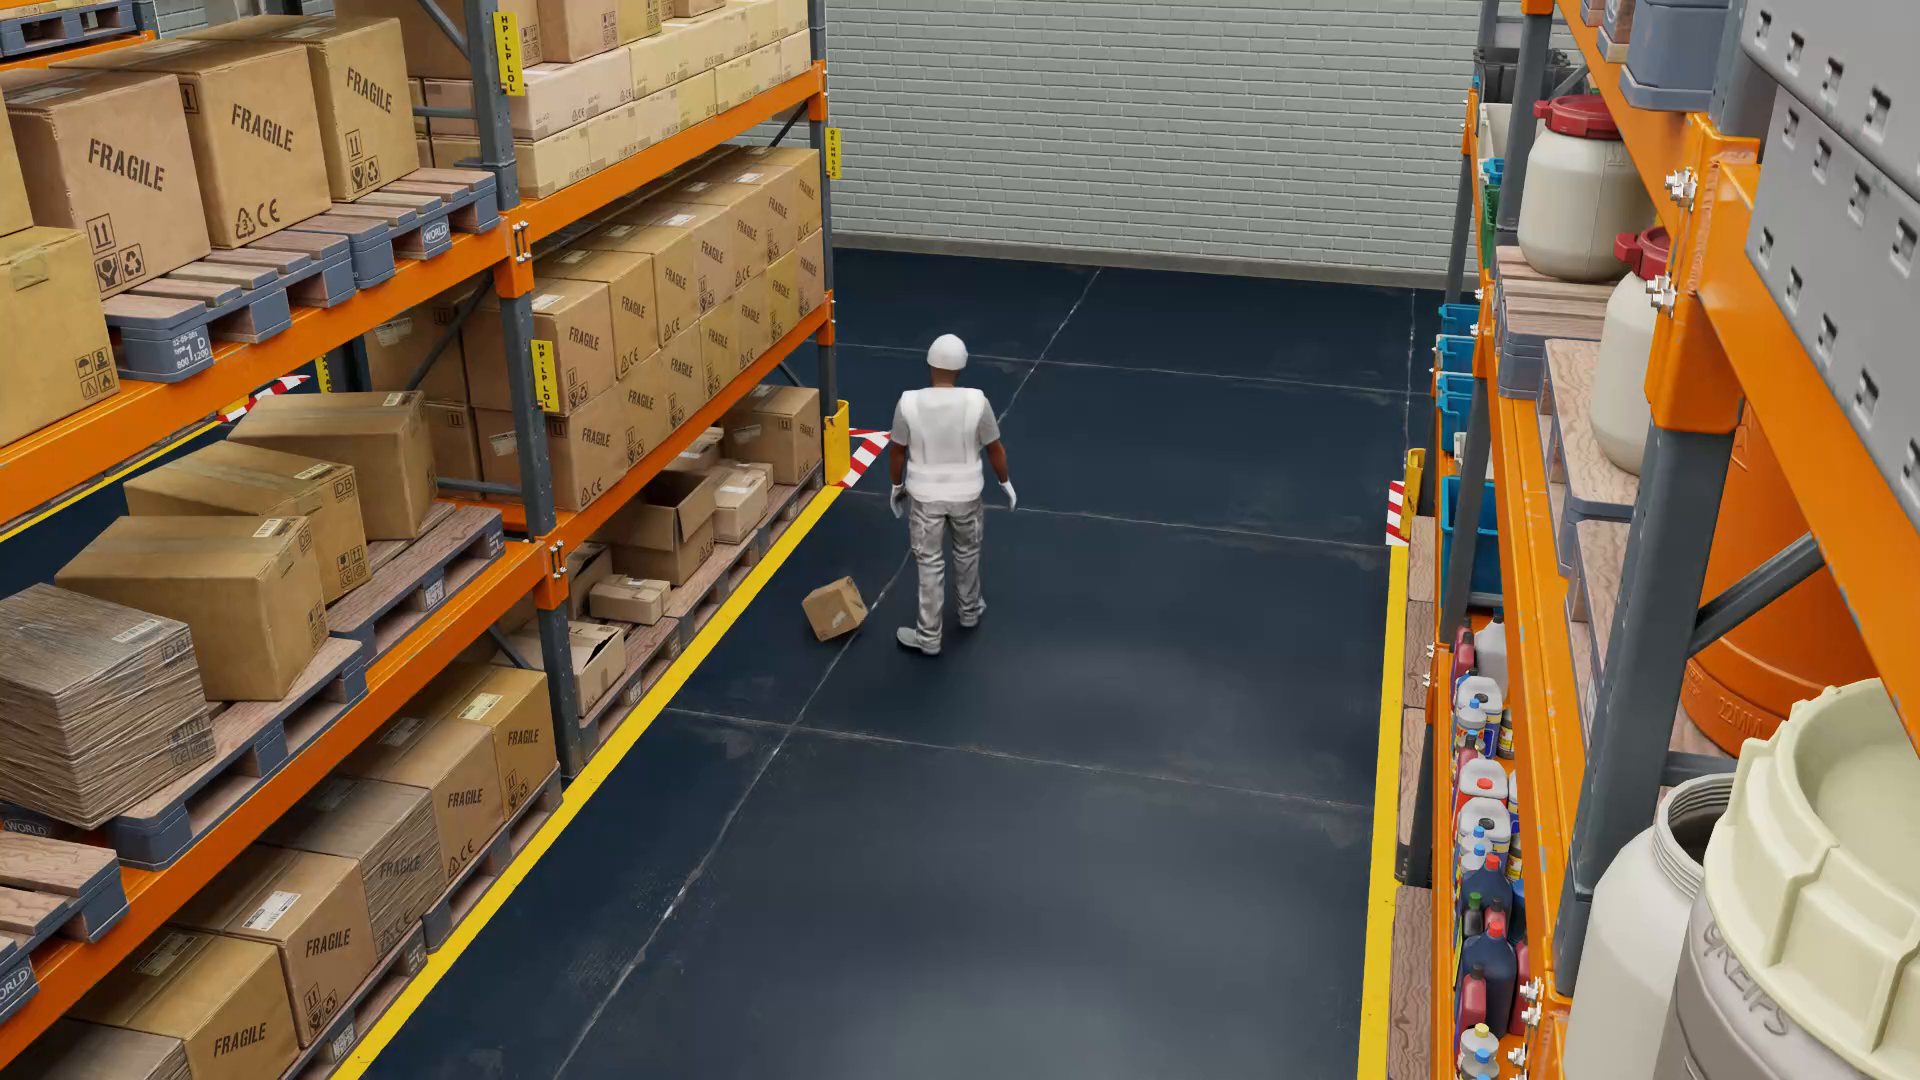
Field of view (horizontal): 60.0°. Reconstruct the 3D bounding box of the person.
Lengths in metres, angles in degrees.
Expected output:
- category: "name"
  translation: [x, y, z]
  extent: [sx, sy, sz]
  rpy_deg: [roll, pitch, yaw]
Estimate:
- category: "person"
  translation: [-0.038, -0.287, 9.169]
  extent: [0.701, 1.785, 0.635]
  rpy_deg: [-2, 25, -4]
